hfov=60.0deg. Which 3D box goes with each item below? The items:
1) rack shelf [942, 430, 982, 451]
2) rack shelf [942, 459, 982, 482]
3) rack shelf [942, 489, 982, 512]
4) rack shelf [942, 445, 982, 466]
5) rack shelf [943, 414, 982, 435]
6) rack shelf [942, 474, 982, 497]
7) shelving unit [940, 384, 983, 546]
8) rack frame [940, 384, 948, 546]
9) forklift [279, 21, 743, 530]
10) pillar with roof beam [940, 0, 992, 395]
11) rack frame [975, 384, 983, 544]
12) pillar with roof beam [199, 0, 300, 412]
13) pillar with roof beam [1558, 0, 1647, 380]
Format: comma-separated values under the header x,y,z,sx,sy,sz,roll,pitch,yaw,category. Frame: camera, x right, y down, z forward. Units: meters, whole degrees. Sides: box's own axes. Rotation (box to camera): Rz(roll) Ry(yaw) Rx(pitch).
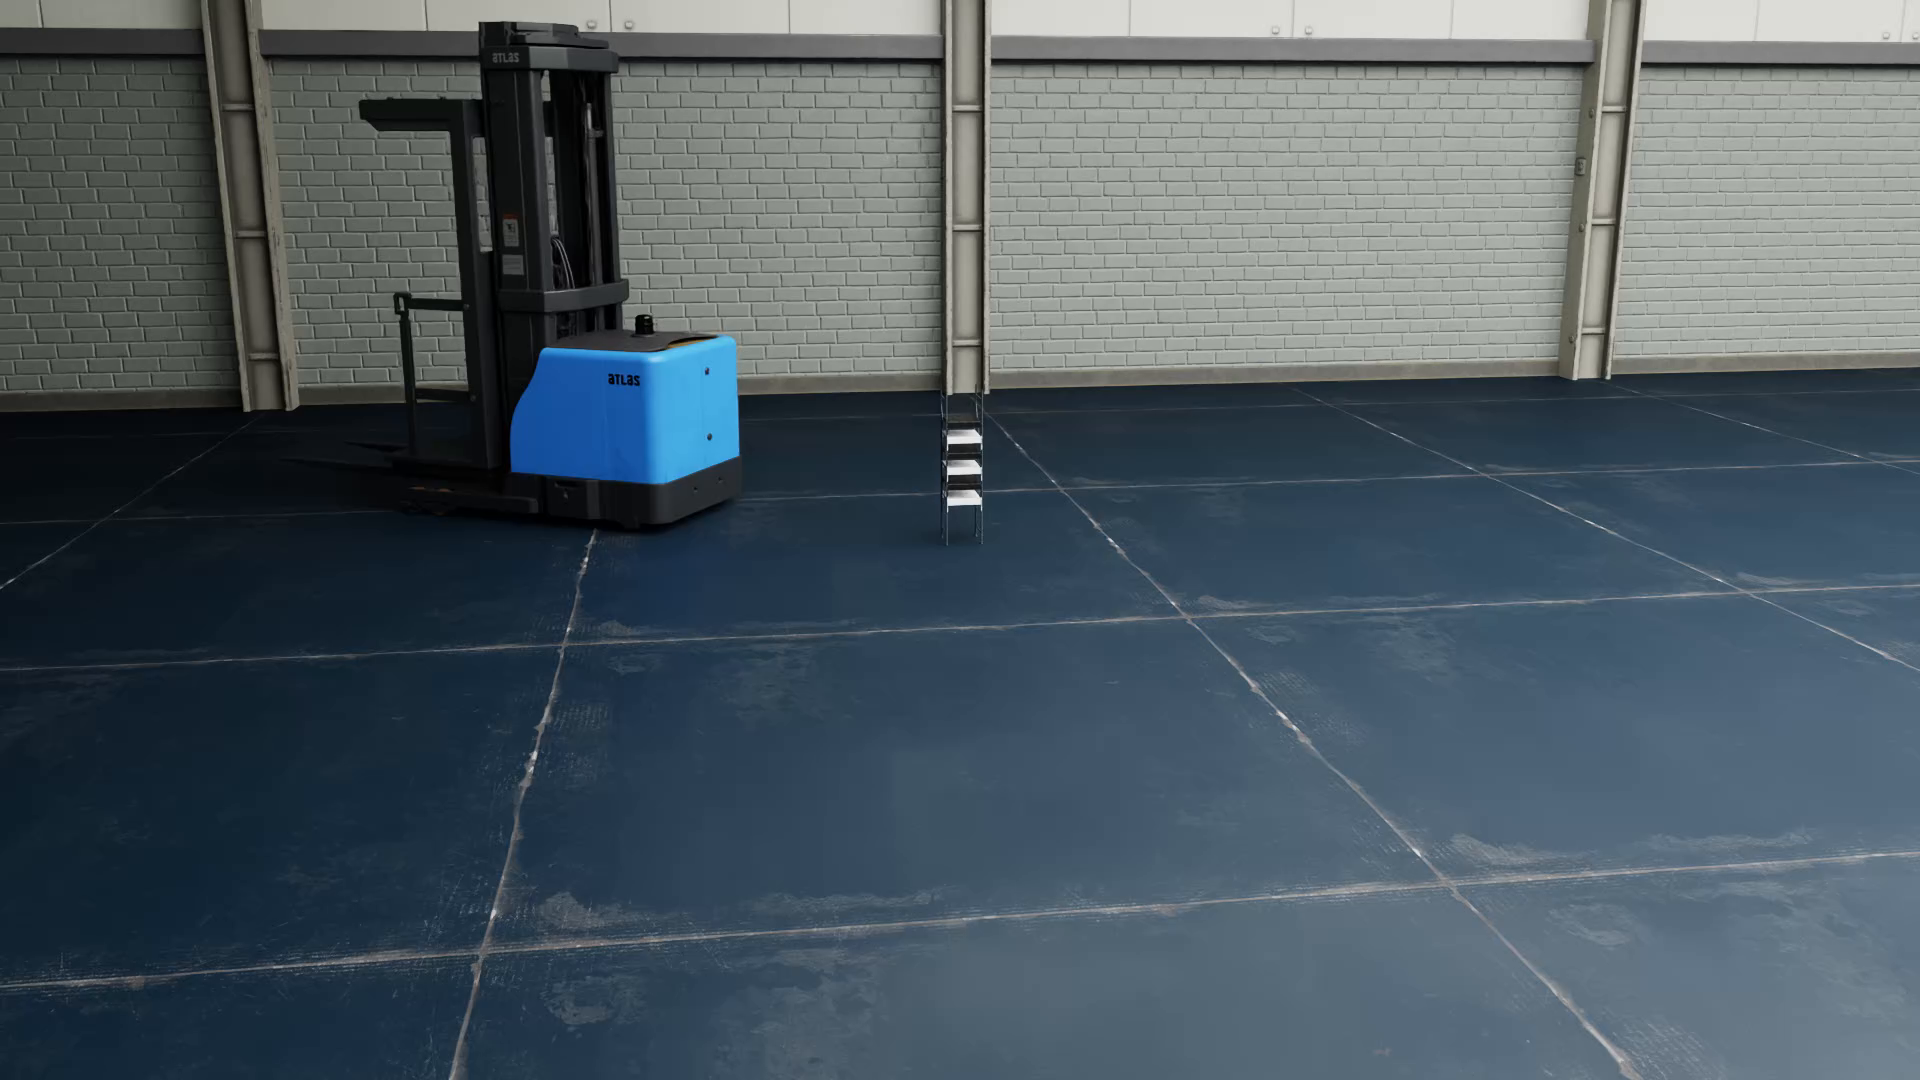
x,y,z,sx,sy,sz,roll,pitch,yaw,category
0.008,-0.579,9.578,0.200,0.077,0.258,-2,14,-8,rack shelf
0.008,-0.404,9.622,0.200,0.077,0.258,-2,14,-8,rack shelf
0.008,-0.230,9.665,0.200,0.077,0.258,-2,14,-8,rack shelf
0.008,-0.492,9.600,0.200,0.077,0.258,-2,14,-8,rack shelf
0.008,-0.666,9.556,0.200,0.077,0.258,-2,14,-8,rack shelf
0.008,-0.317,9.644,0.200,0.077,0.258,-2,14,-8,rack shelf
0.008,-0.437,9.614,0.210,0.900,0.258,-2,14,-8,shelving unit
-0.093,-0.433,9.599,0.006,0.900,0.240,-2,14,-8,rack frame
-2.959,-1.688,10.428,3.031,2.935,1.130,5,15,21,forklift
0.690,-4.675,9.864,0.400,9.000,9.100,-2,14,-8,pillar with roof beam
0.109,-0.440,9.628,0.006,0.900,0.240,-2,14,-8,rack frame
-5.243,-4.458,8.997,0.400,9.000,9.100,-2,14,-8,pillar with roof beam
6.623,-4.892,10.731,0.400,9.000,9.100,-2,14,-8,pillar with roof beam
